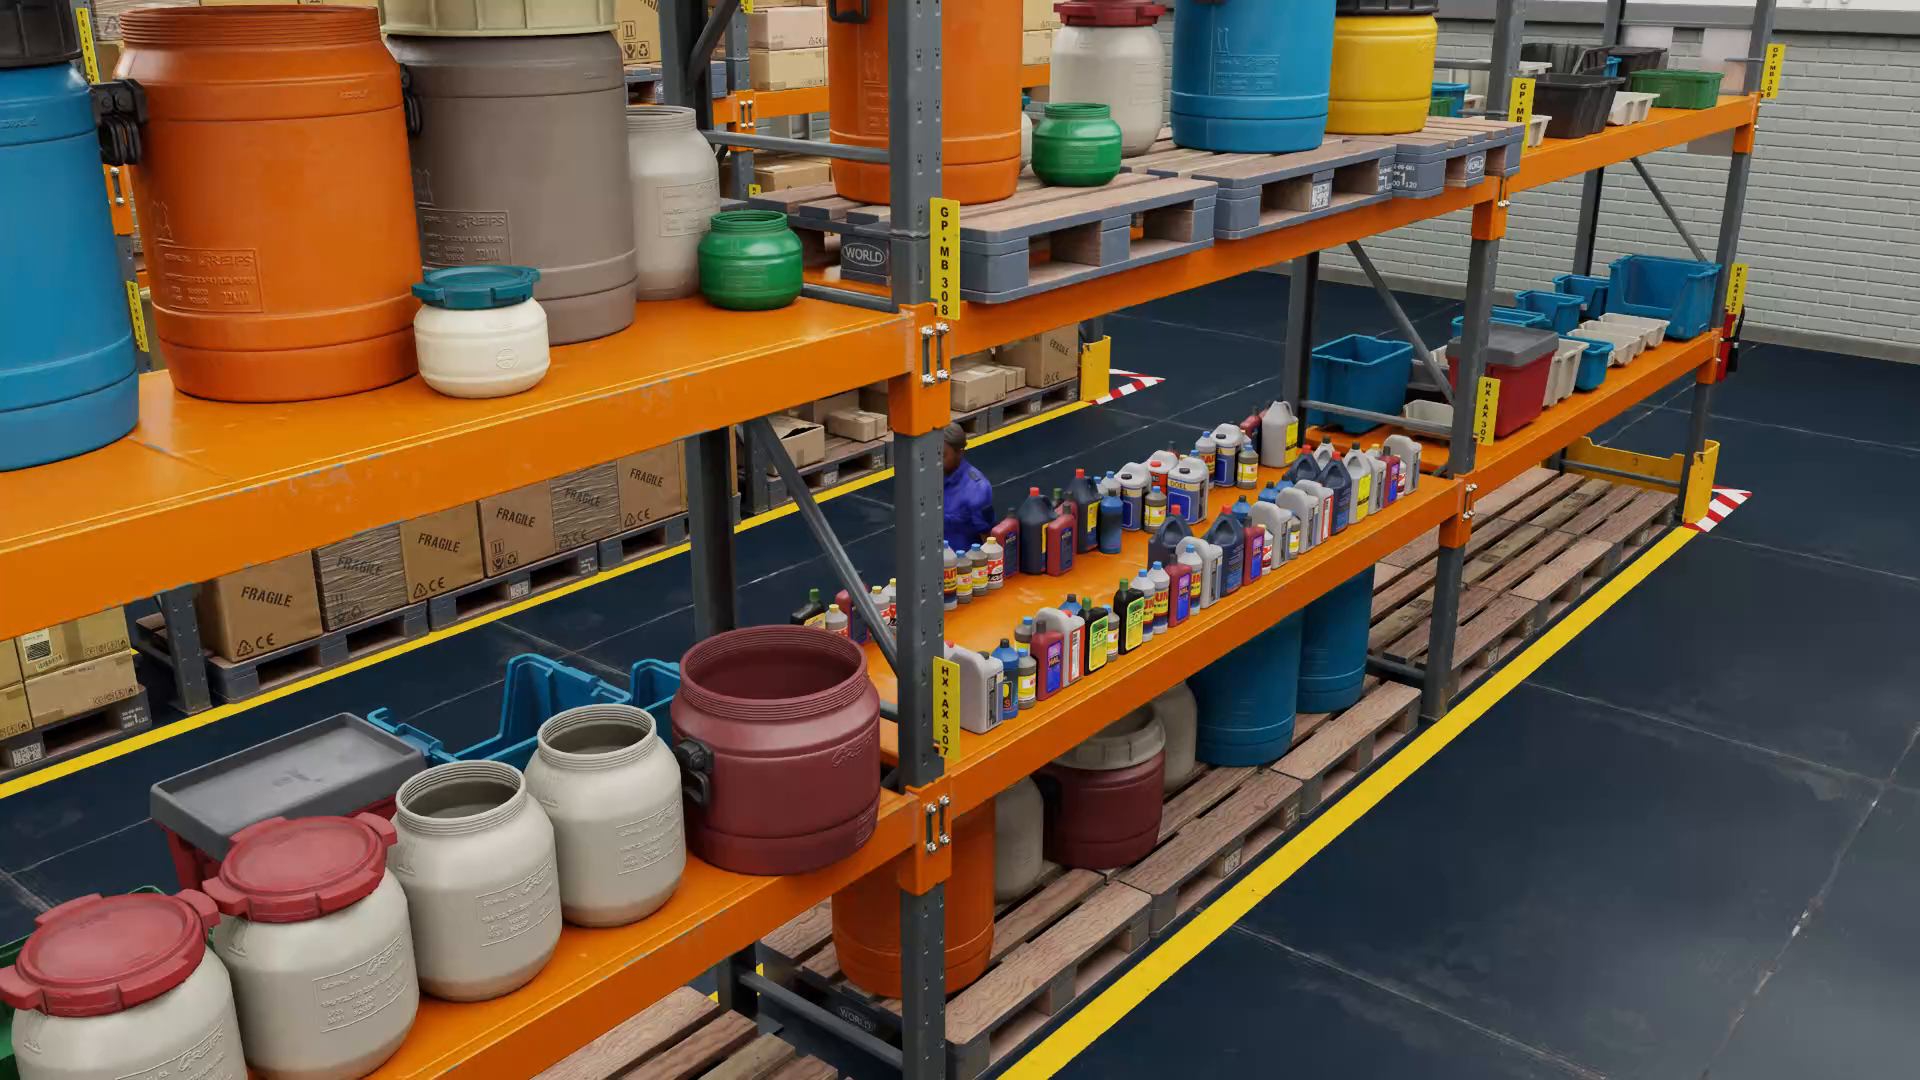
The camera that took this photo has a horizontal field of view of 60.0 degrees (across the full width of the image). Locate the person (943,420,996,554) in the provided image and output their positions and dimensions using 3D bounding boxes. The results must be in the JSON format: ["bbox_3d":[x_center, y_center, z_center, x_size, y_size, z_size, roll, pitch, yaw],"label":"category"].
[{"bbox_3d":[-0.044,0.199,8.046,0.507,1.655,0.350,16,26,36],"label":"person"}]
